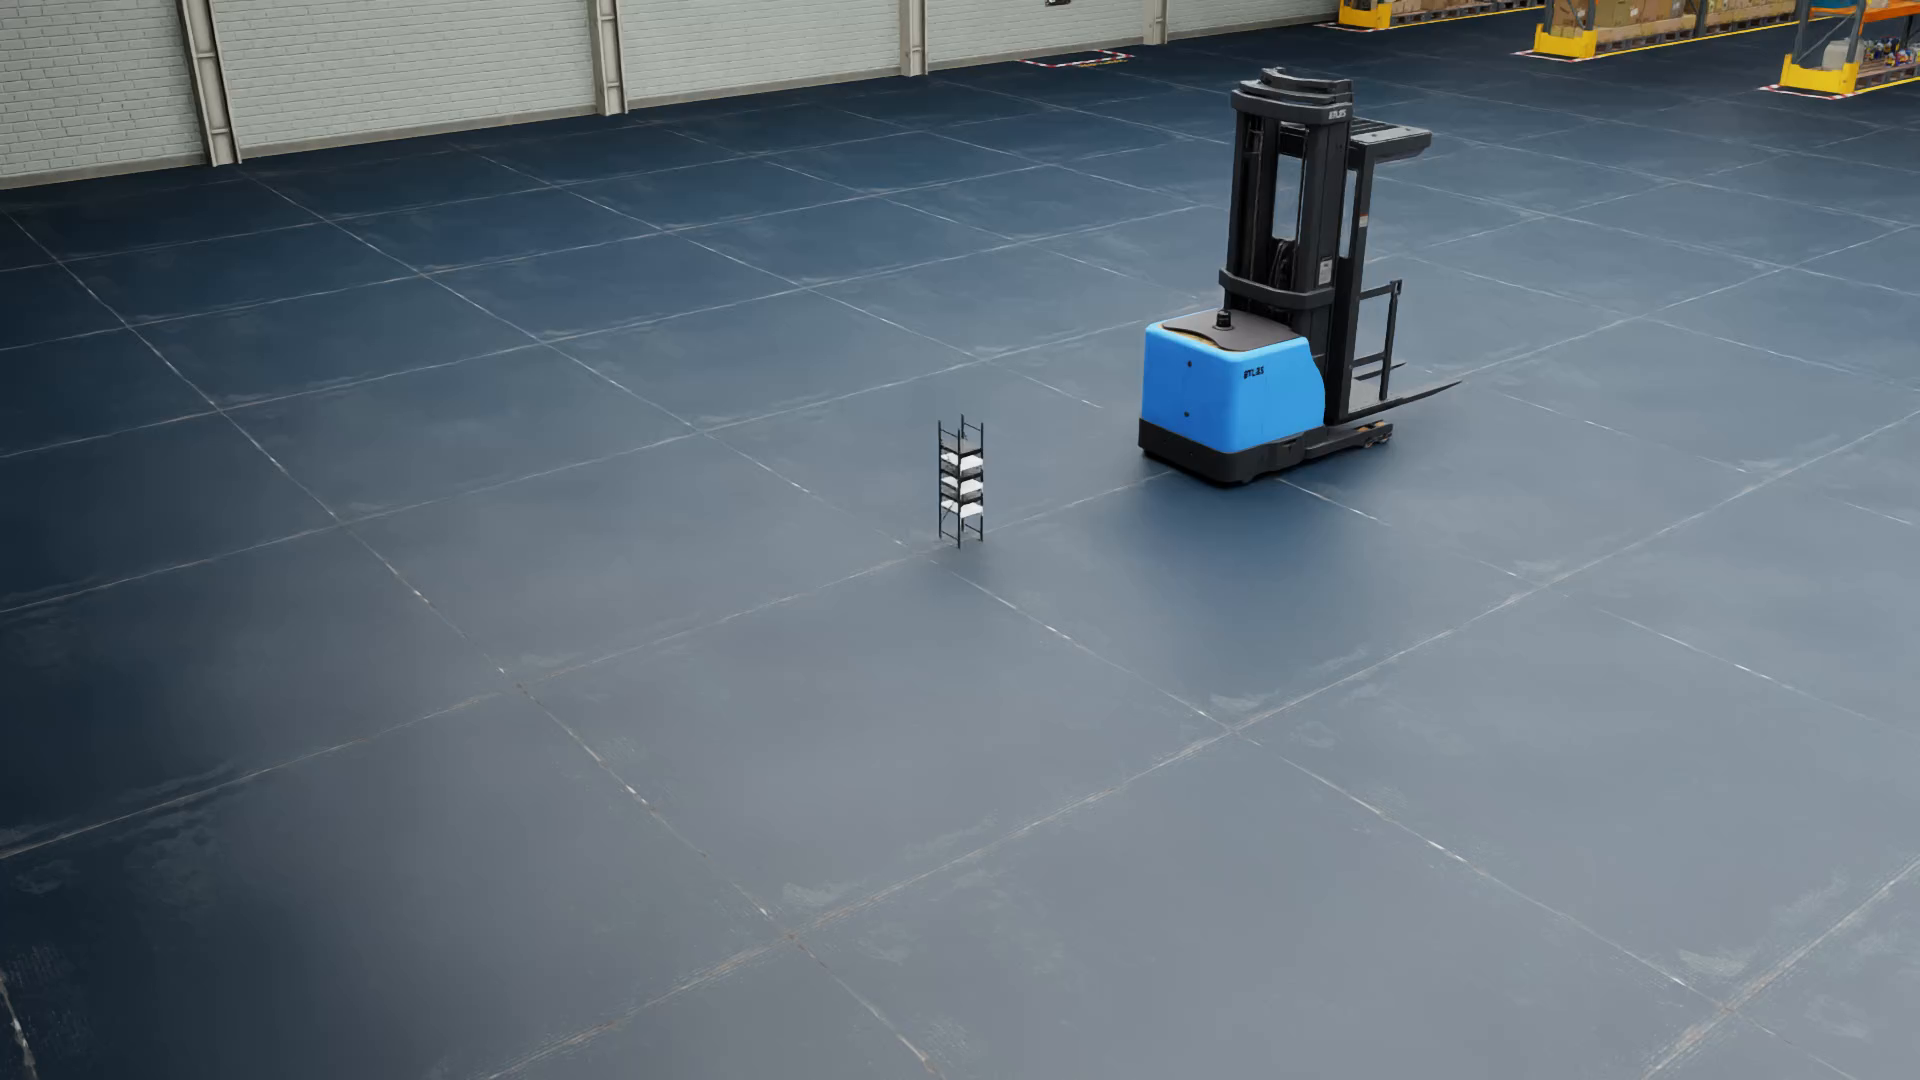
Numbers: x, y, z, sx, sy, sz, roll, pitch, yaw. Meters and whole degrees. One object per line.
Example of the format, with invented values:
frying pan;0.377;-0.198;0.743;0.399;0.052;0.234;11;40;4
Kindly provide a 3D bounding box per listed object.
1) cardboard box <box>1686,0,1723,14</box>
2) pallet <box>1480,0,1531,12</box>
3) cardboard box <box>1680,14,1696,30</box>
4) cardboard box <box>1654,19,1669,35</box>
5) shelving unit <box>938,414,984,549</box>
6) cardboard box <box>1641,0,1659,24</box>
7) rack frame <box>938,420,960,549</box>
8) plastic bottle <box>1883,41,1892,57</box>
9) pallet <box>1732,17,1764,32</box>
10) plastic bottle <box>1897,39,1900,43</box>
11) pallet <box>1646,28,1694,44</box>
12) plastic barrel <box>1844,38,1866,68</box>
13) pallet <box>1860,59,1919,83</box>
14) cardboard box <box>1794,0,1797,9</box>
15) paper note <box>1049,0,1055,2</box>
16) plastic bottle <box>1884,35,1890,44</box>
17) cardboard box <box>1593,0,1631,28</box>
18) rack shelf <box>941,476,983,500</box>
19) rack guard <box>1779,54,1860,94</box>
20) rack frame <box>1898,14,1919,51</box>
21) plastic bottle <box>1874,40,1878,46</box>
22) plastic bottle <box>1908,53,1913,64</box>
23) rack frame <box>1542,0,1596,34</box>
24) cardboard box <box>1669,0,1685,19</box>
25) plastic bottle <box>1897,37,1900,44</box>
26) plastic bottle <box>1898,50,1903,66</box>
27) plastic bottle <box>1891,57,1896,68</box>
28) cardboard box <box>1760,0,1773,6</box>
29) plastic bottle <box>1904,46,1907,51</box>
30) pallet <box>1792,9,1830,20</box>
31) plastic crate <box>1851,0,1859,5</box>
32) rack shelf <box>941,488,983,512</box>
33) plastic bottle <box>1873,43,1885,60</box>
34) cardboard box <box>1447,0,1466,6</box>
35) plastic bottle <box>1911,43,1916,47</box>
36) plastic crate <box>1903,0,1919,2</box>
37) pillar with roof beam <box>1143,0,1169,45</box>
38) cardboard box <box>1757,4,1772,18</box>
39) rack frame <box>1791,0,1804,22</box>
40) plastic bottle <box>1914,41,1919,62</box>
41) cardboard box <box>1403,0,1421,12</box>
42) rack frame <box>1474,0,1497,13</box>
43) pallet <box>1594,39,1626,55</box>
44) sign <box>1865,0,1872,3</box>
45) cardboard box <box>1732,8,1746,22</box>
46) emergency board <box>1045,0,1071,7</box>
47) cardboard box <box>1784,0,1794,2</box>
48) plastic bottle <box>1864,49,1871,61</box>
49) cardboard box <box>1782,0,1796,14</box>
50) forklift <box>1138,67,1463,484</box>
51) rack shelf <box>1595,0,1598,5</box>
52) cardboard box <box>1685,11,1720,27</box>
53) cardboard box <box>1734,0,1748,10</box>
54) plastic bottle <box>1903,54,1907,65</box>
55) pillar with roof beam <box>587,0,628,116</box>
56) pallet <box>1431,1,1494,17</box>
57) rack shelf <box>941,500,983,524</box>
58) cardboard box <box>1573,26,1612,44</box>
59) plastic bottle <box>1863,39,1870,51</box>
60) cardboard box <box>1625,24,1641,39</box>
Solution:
cardboard box;15.286;-11.009;34.137;0.500;0.311;0.500;-18;30;-34
pallet;12.359;-12.365;38.269;1.213;0.211;1.003;-18;31;-34
cardboard box;14.577;-10.537;33.786;0.500;0.250;0.500;-18;31;-34
cardboard box;13.793;-10.276;33.223;0.500;0.250;0.500;-18;31;-34
shelving unit;0.006;-0.410;11.692;0.210;0.900;0.258;-18;31;-34
cardboard box;13.400;-10.485;32.784;0.500;0.500;0.500;-18;31;-34
rack frame;-0.074;-0.384;11.635;0.006;0.900;0.240;-18;31;-34
plastic bottle;16.929;-8.957;30.332;0.097;0.271;0.097;0;25;0
pallet;16.323;-11.045;35.425;1.213;0.211;1.003;-18;31;-34
plastic bottle;17.168;-9.047;30.511;0.133;0.283;0.061;-18;31;-34
pallet;14.155;-10.329;33.883;1.213;0.211;1.003;-18;31;-34
plastic barrel;15.578;-8.494;29.073;0.421;0.512;0.421;0;25;0
pallet;16.345;-8.401;29.727;1.213;0.211;1.003;-18;31;-34
cardboard box;18.489;-11.915;36.434;0.500;0.500;0.500;-17;30;-32
paper note;1.745;-10.246;31.437;0.142;0.148;0.016;-18;31;-34
plastic bottle;16.969;-9.071;30.483;0.185;0.351;0.144;-17;30;-33
cardboard box;12.611;-10.227;32.227;0.500;0.500;0.500;-18;31;-34
rack shelf;0.006;-0.380;11.706;0.200;0.077;0.258;-18;31;-34
rack guard;14.743;-8.007;28.537;0.348;0.500;1.175;-18;31;-34
rack frame;17.860;-10.145;30.173;0.127;3.000;1.000;-18;31;-34
plastic bottle;16.665;-8.962;30.329;0.133;0.283;0.061;-17;30;-32
plastic bottle;16.920;-8.598;29.642;0.097;0.201;0.097;0;25;0
rack frame;11.659;-10.748;31.472;0.127;3.000;1.000;-18;31;-34
cardboard box;14.176;-10.751;33.356;0.500;0.500;0.500;-18;31;-34
plastic bottle;17.339;-9.169;30.790;0.097;0.271;0.097;0;25;0
plastic bottle;16.601;-8.525;29.400;0.097;0.271;0.097;0;25;0
plastic bottle;16.413;-8.431;29.281;0.097;0.201;0.097;0;25;0
cardboard box;16.890;-11.538;35.277;0.500;0.311;0.500;-18;31;-34
plastic bottle;16.930;-8.710;29.786;0.133;0.283;0.061;-18;31;-34
pallet;18.565;-11.742;36.928;1.213;0.211;1.003;-18;31;-34
plastic crate;15.436;-9.434;28.819;0.408;0.251;0.499;-18;31;-34
rack shelf;0.006;-0.298;11.744;0.200;0.077;0.258;-18;31;-34
plastic bottle;16.597;-8.835;30.063;0.135;0.276;0.152;-18;31;-34
cardboard box;10.955;-12.210;37.069;0.500;0.500;0.500;-21;32;-38
plastic bottle;17.269;-8.839;30.072;0.135;0.276;0.152;-18;31;-34
plastic crate;16.739;-9.520;29.139;0.437;0.136;0.530;-18;31;-34
pillar with roof beam;6.551;-12.593;28.321;0.400;9.000;9.100;-18;31;-34
cardboard box;16.890;-11.287;35.401;0.500;0.250;0.500;-17;30;-33
rack frame;17.954;-12.826;35.950;0.127;3.000;1.000;-18;31;-34
plastic bottle;17.126;-8.746;29.784;0.185;0.351;0.144;-18;31;-34
cardboard box;9.648;-11.666;36.121;0.500;0.311;0.500;-15;29;-30
rack frame;11.747;-13.427;37.245;0.127;3.000;1.000;-18;31;-34
pallet;12.235;-9.695;32.517;1.213;0.211;1.003;-18;31;-34
sign;15.049;-9.048;27.481;0.005;0.325;0.100;-18;31;-34
cardboard box;16.086;-11.021;34.827;0.500;0.250;0.500;-19;31;-36
emergency board;1.927;-10.668;31.301;0.643;1.169;0.194;-18;31;-34
cardboard box;17.694;-11.806;35.853;0.500;0.311;0.500;-17;30;-33
plastic bottle;16.303;-8.714;29.892;0.097;0.201;0.097;0;25;0
cardboard box;17.691;-11.552;35.972;0.500;0.250;0.500;-17;30;-33
forklift;2.917;-2.239;13.221;3.031;2.935;1.130;-17;30;-33
rack shelf;13.233;-10.941;32.743;4.000;0.370;1.077;-18;31;-34
cardboard box;15.277;-10.753;34.250;0.500;0.250;0.500;-19;31;-35
cardboard box;16.089;-11.272;34.704;0.500;0.311;0.500;-19;31;-36
plastic bottle;16.758;-8.545;29.526;0.097;0.201;0.097;0;25;0
pillar with roof beam;-2.892;-9.475;21.604;0.400;9.000;9.100;-18;31;-34
pallet;11.240;-11.976;37.431;1.213;0.211;1.003;-18;31;-34
rack shelf;0.006;-0.217;11.782;0.200;0.077;0.258;-18;31;-34
cardboard box;12.218;-9.757;32.104;0.500;0.250;0.500;-18;31;-34
plastic bottle;16.340;-8.863;30.035;0.185;0.351;0.144;-17;30;-32
cardboard box;13.003;-10.017;32.666;0.500;0.250;0.500;-18;31;-34
